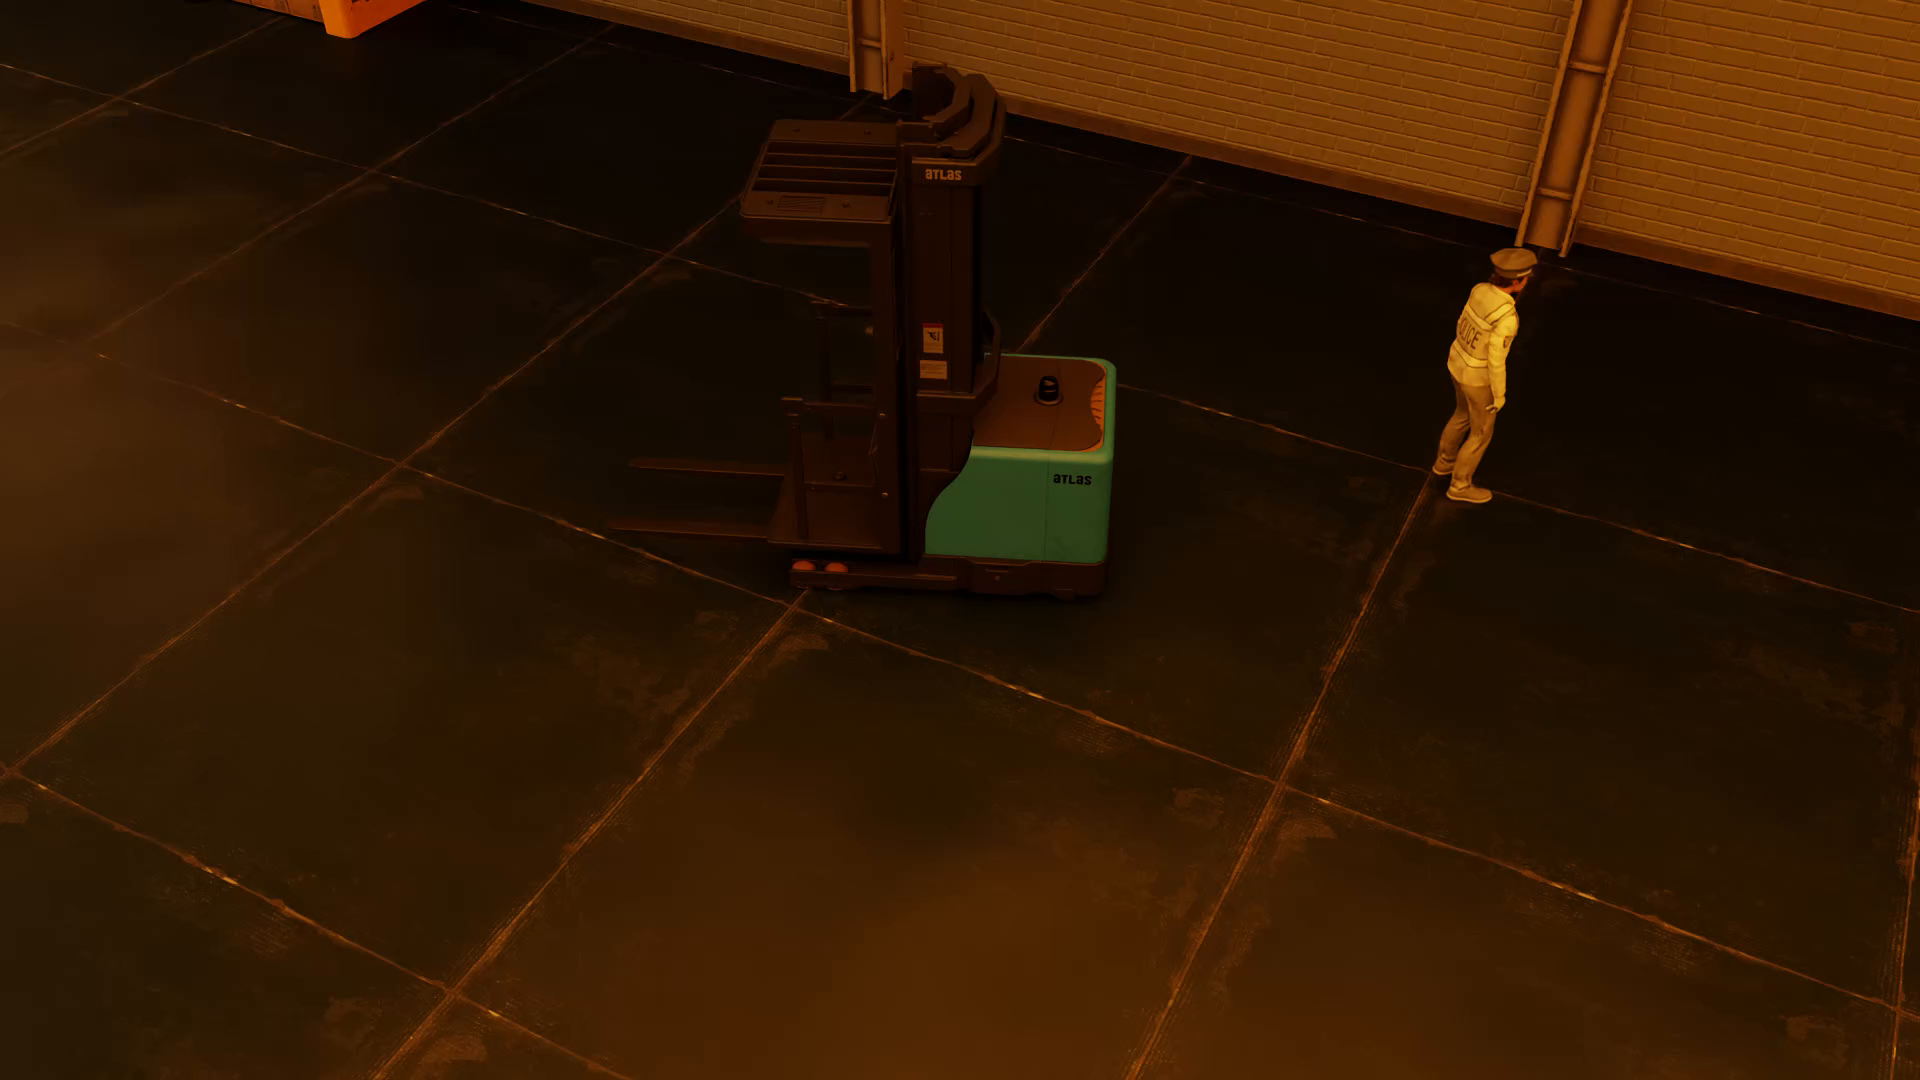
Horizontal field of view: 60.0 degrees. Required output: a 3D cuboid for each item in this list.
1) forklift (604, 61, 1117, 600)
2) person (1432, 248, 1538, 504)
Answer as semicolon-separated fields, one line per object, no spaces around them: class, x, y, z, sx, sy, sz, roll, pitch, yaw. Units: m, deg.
forklift;-0.606;-1.157;9.360;3.031;2.935;1.130;3;40;4
person;3.180;-1.006;10.171;0.369;1.665;0.530;-7;41;-8
